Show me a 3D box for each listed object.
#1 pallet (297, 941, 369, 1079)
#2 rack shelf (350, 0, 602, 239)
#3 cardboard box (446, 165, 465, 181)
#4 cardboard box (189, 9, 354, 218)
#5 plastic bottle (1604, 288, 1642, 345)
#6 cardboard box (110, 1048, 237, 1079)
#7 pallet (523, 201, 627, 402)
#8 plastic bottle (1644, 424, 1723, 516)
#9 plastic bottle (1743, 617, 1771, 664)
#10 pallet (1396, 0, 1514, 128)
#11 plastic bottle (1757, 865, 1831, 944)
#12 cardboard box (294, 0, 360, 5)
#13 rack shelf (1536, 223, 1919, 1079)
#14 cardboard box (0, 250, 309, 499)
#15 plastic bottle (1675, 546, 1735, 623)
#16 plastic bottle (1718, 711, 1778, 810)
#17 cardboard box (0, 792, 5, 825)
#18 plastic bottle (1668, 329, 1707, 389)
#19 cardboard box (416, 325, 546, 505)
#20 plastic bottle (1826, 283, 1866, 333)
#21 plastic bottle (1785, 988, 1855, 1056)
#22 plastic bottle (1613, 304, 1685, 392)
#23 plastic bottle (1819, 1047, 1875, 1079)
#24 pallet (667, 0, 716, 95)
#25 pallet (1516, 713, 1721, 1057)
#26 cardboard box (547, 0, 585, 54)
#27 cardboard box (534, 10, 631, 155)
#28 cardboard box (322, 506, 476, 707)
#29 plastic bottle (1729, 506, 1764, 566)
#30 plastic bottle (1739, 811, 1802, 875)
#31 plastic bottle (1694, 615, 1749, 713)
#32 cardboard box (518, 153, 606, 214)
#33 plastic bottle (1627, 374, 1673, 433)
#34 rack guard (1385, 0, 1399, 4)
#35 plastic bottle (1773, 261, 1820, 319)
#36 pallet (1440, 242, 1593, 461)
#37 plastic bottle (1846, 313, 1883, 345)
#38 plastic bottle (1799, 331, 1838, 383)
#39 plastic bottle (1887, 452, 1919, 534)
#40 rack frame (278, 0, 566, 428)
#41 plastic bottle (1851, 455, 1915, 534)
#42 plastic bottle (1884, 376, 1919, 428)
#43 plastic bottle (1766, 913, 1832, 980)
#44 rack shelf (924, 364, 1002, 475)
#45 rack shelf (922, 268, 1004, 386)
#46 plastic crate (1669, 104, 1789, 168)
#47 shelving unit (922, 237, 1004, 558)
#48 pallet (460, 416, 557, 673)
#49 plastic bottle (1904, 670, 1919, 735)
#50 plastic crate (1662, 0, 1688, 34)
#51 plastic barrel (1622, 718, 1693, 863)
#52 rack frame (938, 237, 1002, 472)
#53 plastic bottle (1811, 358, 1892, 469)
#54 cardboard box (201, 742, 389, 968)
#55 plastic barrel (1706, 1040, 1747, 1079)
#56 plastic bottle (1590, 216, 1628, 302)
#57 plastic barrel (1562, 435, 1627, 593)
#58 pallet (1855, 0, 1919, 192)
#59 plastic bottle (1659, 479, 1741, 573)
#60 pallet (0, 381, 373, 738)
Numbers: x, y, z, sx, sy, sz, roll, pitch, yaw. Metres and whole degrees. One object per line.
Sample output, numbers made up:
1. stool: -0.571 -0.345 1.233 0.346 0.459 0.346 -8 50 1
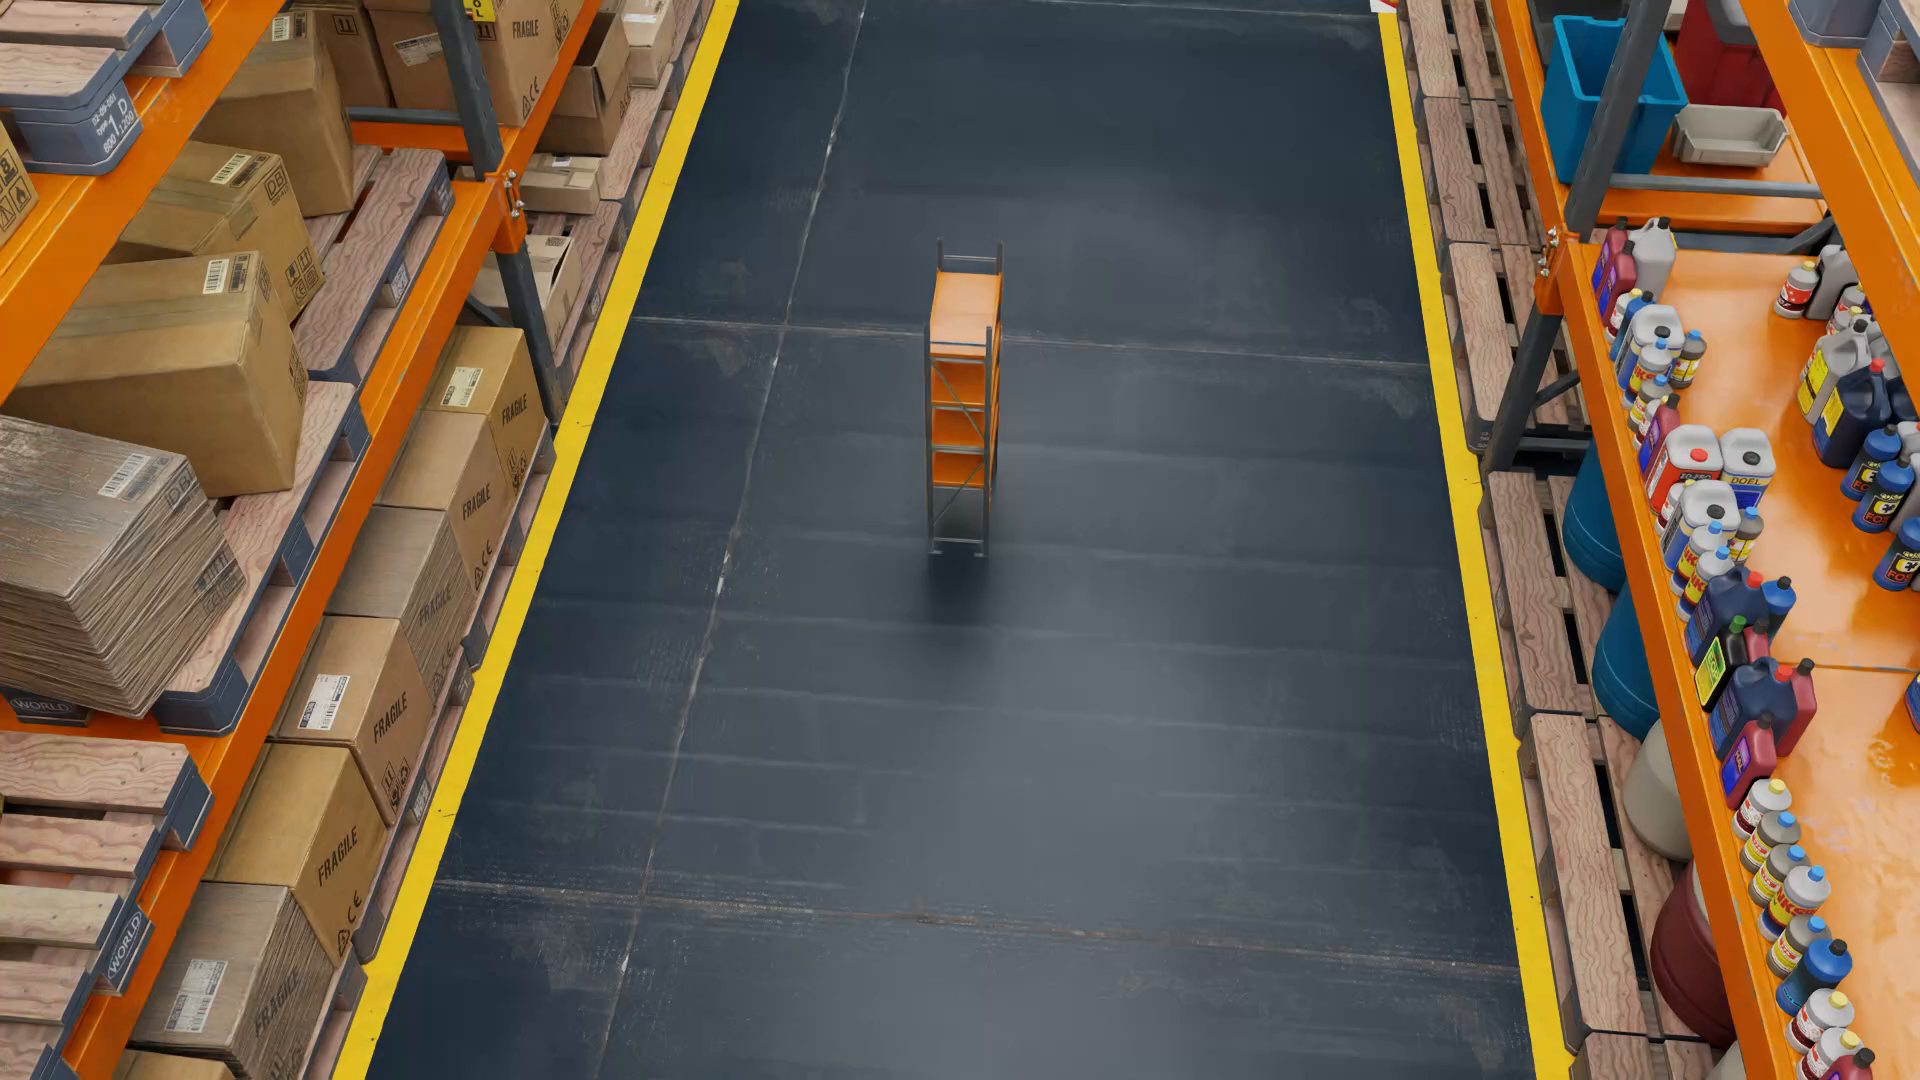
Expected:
1. pallet: -2.494 1.754 5.028 1.003 0.211 1.213 4 48 4
2. rack shelf: -2.053 -2.807 7.798 1.077 0.370 4.000 4 48 4
3. cardboard box: -2.466 -1.323 7.349 0.500 0.500 0.500 4 48 4
4. cardboard box: -2.501 -1.422 5.692 0.700 0.500 0.500 -11 48 -10
5. plastic bottle: 2.235 -0.752 5.566 0.097 0.201 0.097 0 48 0
6. cardboard box: -2.274 1.739 4.548 0.500 0.500 0.500 6 48 5
7. pallet: -2.172 -1.143 7.679 1.003 0.211 1.213 4 48 4
8. plastic bottle: 2.191 -0.207 5.017 0.152 0.276 0.135 4 48 4
9. plastic bottle: 2.139 0.339 4.512 0.061 0.283 0.133 4 48 4
10. pallet: 2.948 -2.639 9.047 1.003 0.211 1.213 4 48 4
11. plastic bottle: 2.030 0.873 4.032 0.097 0.271 0.097 0 48 0
12. cardboard box: -2.447 -2.340 6.138 0.500 0.500 0.500 4 48 4
13. rack shelf: 2.515 0.468 4.802 1.077 0.370 4.000 4 48 4
14. cardboard box: -2.335 -0.453 4.805 0.700 0.500 0.500 -7 48 -6
15. plastic bottle: 2.123 0.120 4.721 0.097 0.271 0.097 0 48 0
16. plastic bottle: 2.049 0.569 4.302 0.061 0.283 0.133 4 48 4
17. cardboard box: -2.654 0.714 3.738 0.700 0.500 0.500 -11 48 -10
18. plastic bottle: 2.368 -0.599 5.426 0.097 0.201 0.097 0 48 0
19. cardboard box: -1.995 -0.503 6.599 0.500 0.500 0.500 4 48 3
20. plastic bottle: 3.000 -0.779 5.590 0.097 0.201 0.097 0 48 0
21. plastic bottle: 2.003 1.112 3.861 0.097 0.201 0.097 0 48 0
22. plastic bottle: 2.242 -0.619 5.393 0.152 0.276 0.135 4 48 4
23. plastic bottle: 1.966 1.239 3.689 0.061 0.283 0.133 4 48 4
24. pallet: -1.949 -2.936 9.319 1.003 0.211 1.213 4 48 4
25. pallet: 2.477 1.160 5.572 1.003 0.211 1.213 4 48 4
26. cardboard box: -1.874 -2.346 6.821 0.500 0.500 0.500 5 48 4
27. cardboard box: -2.069 -2.267 8.210 0.797 0.503 0.637 4 48 4
28. cardboard box: -2.094 0.228 5.930 0.500 0.500 0.500 4 48 4
29. plastic bottle: 2.296 -0.017 4.893 0.097 0.201 0.097 0 48 0
30. plastic bottle: 2.048 0.754 4.188 0.097 0.201 0.097 0 48 0
31. plastic bottle: 2.078 0.335 4.516 0.061 0.283 0.133 4 48 4
32. cardboard box: -1.913 -1.702 7.922 0.380 0.166 0.250 4 48 4
33. plastic bottle: 2.196 -0.439 5.279 0.097 0.201 0.097 0 48 0
34. rack guard: 3.051 -3.358 9.509 1.175 0.500 0.348 4 48 4
35. plastic bottle: 2.857 -0.860 5.665 0.097 0.201 0.097 0 48 0
36. pallet: 2.726 -0.846 7.407 1.003 0.211 1.213 4 48 4
37. plastic bottle: 2.950 -0.622 5.397 0.152 0.276 0.135 4 48 4
38. plastic bottle: 2.824 -0.592 5.419 0.097 0.201 0.097 0 48 0
39. plastic bottle: 2.892 -0.153 4.967 0.152 0.276 0.135 4 48 4
40. rack frame: -2.235 -1.580 6.188 1.000 3.000 0.127 4 48 4
41. plastic bottle: 2.766 -0.146 4.964 0.097 0.271 0.097 0 48 0
42. plastic bottle: 2.923 -0.394 5.137 0.144 0.351 0.185 4 48 4
43. plastic bottle: 2.021 0.969 3.992 0.097 0.201 0.097 0 48 0
44. rack shelf: 0.015 -0.481 6.494 0.258 0.148 0.480 4 48 4
45. rack shelf: 0.015 -0.792 6.154 0.258 0.148 0.480 4 48 4
46. plastic crate: 2.882 -1.508 6.260 0.396 0.136 0.243 4 48 4
47. shelving unit: 0.015 -0.527 6.444 0.258 1.200 0.503 4 48 4
48. pallet: -2.272 -0.039 6.668 1.003 0.211 1.213 4 48 4
49. plastic bottle: 2.675 0.368 4.440 0.144 0.351 0.185 4 48 4
50. plastic crate: 3.020 -2.334 6.918 0.437 0.282 0.530 4 48 4
51. plastic barrel: 2.426 0.782 5.430 0.421 0.512 0.421 0 48 0
52. rack frame: 0.037 -0.706 6.608 0.240 1.200 0.015 4 48 4
53. plastic bottle: 2.779 -0.404 5.146 0.144 0.351 0.185 4 48 4
54. cardboard box: -2.181 0.986 5.237 0.500 0.500 0.500 3 48 3
55. plastic barrel: 2.323 1.612 4.671 0.421 0.512 0.421 0 48 0
56. plastic bottle: 2.239 -0.964 5.704 0.061 0.283 0.133 4 48 4
57. plastic barrel: 2.631 -0.279 6.136 0.600 0.901 0.708 4 48 4
58. pallet: 2.623 -0.777 3.549 1.003 0.211 1.213 4 48 4
59. plastic bottle: 2.170 -0.037 4.861 0.152 0.276 0.135 4 48 4
60. pallet: -2.427 -0.005 4.878 1.003 0.211 1.213 4 48 4
